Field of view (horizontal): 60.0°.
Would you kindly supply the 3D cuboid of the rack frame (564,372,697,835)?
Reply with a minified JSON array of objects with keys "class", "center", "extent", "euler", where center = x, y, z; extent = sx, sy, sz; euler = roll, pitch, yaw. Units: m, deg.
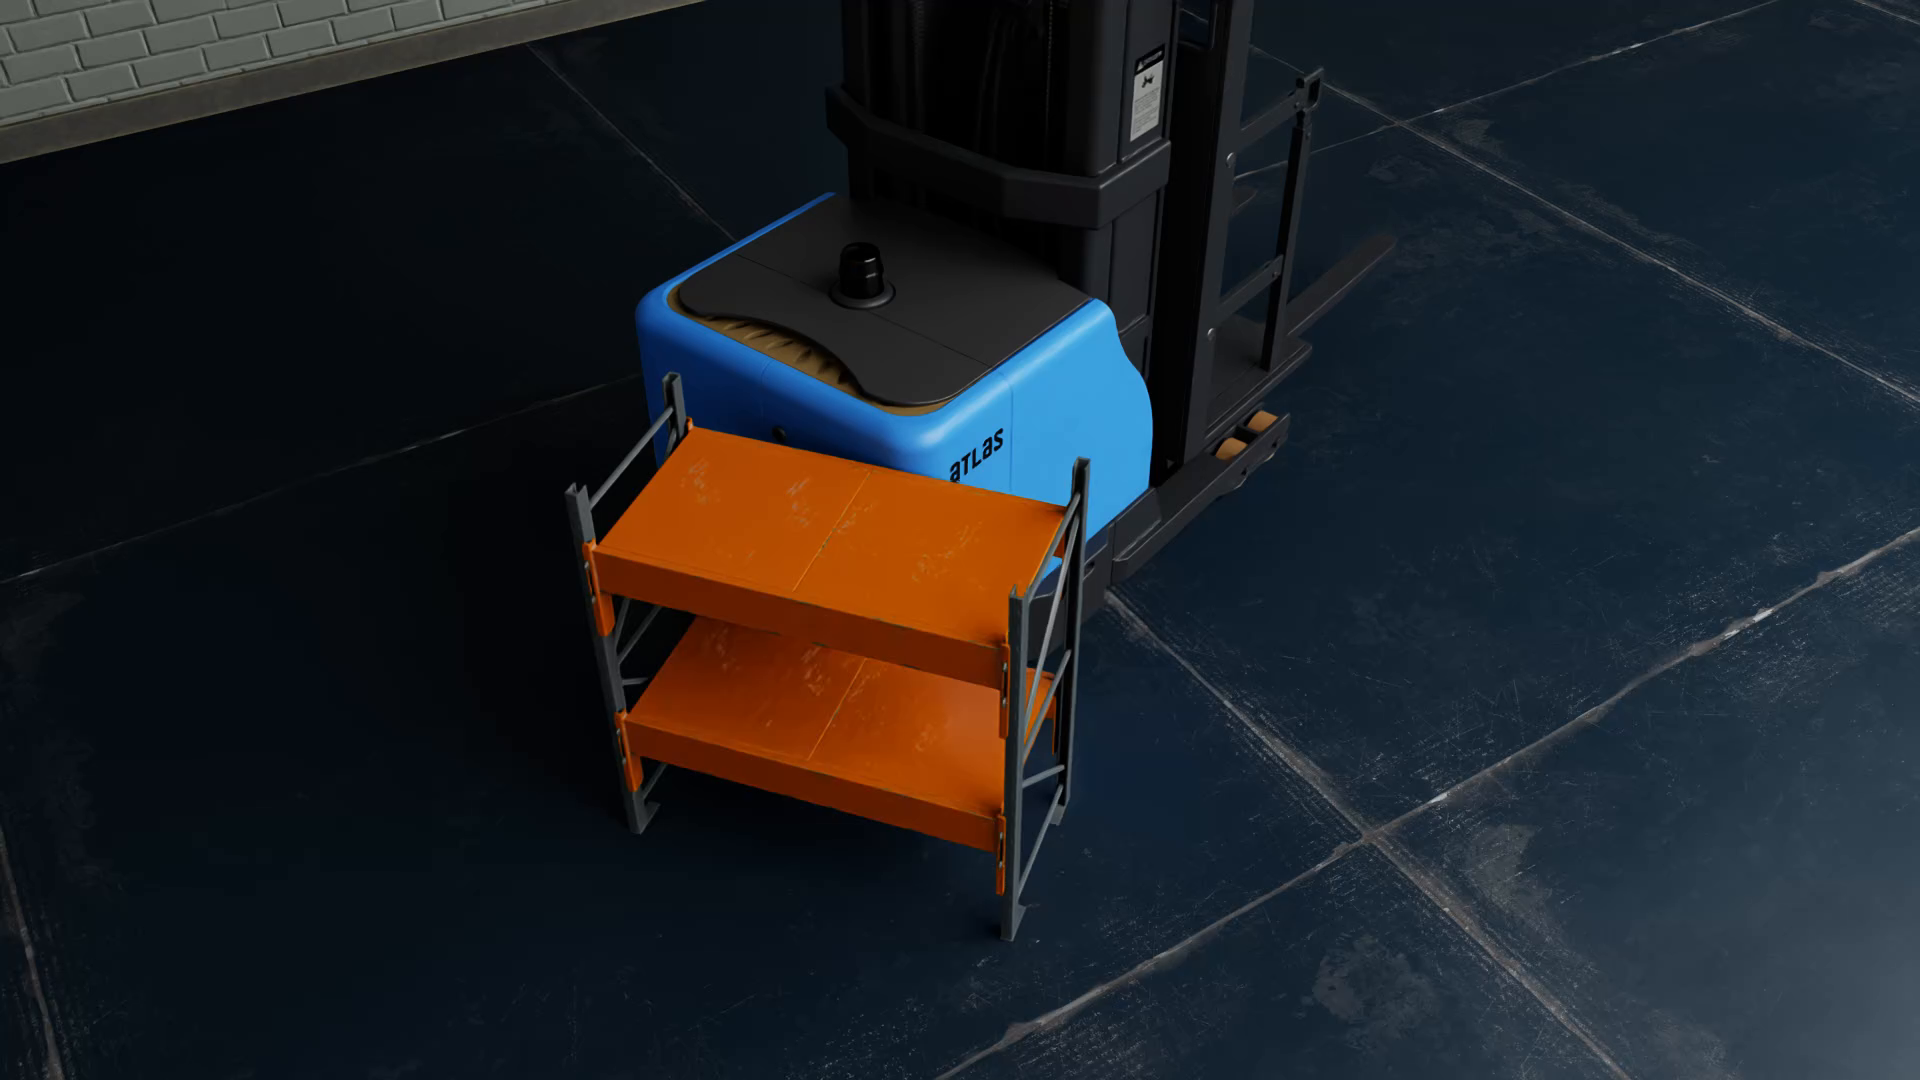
[{"class":"rack frame","center":[-0.764,0.183,4.152],"extent":[0.032,1.125,0.500],"euler":[13,41,15]}]

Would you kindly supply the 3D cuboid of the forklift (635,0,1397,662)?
[{"class":"forklift","center":[0.444,-1.472,4.727],"extent":[1.130,2.935,3.031],"euler":[27,47,29]}]

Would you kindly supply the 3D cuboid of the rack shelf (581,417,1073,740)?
[{"class":"rack shelf","center":[-0.284,0.066,3.835],"extent":[1.000,0.278,0.538],"euler":[13,41,15]}]

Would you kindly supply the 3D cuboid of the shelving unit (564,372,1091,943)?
[{"class":"shelving unit","center":[-0.284,0.291,4.022],"extent":[1.048,1.125,0.538],"euler":[13,41,15]}]

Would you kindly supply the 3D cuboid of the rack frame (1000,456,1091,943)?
[{"class":"rack frame","center":[0.195,0.399,3.892],"extent":[0.032,1.125,0.500],"euler":[13,41,15]}]

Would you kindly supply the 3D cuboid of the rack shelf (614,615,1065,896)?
[{"class":"rack shelf","center":[-0.284,0.479,4.179],"extent":[1.000,0.278,0.538],"euler":[13,41,15]}]
